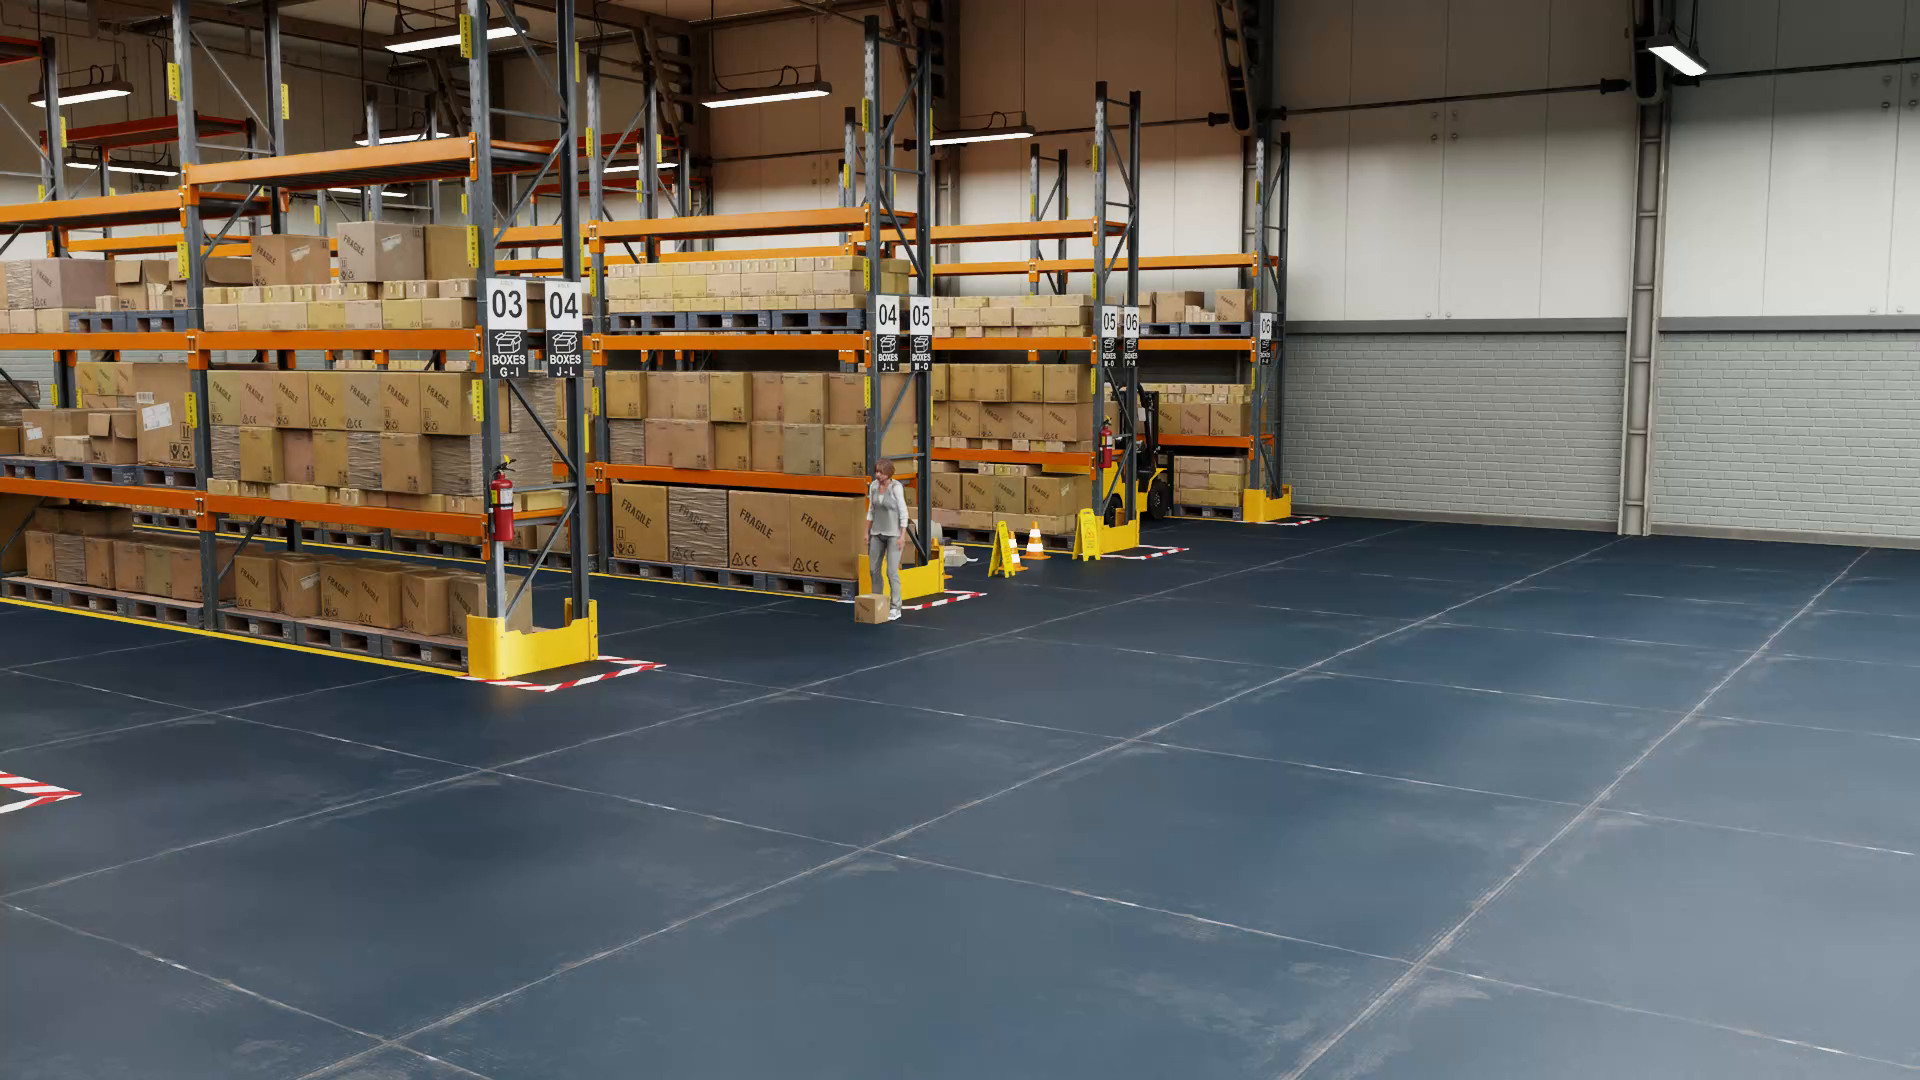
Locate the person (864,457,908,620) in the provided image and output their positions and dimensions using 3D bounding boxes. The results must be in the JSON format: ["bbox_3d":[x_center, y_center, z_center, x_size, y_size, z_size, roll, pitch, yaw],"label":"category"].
[{"bbox_3d":[-0.729,-0.020,16.370,0.479,1.593,0.345,4,8,32],"label":"person"}]
